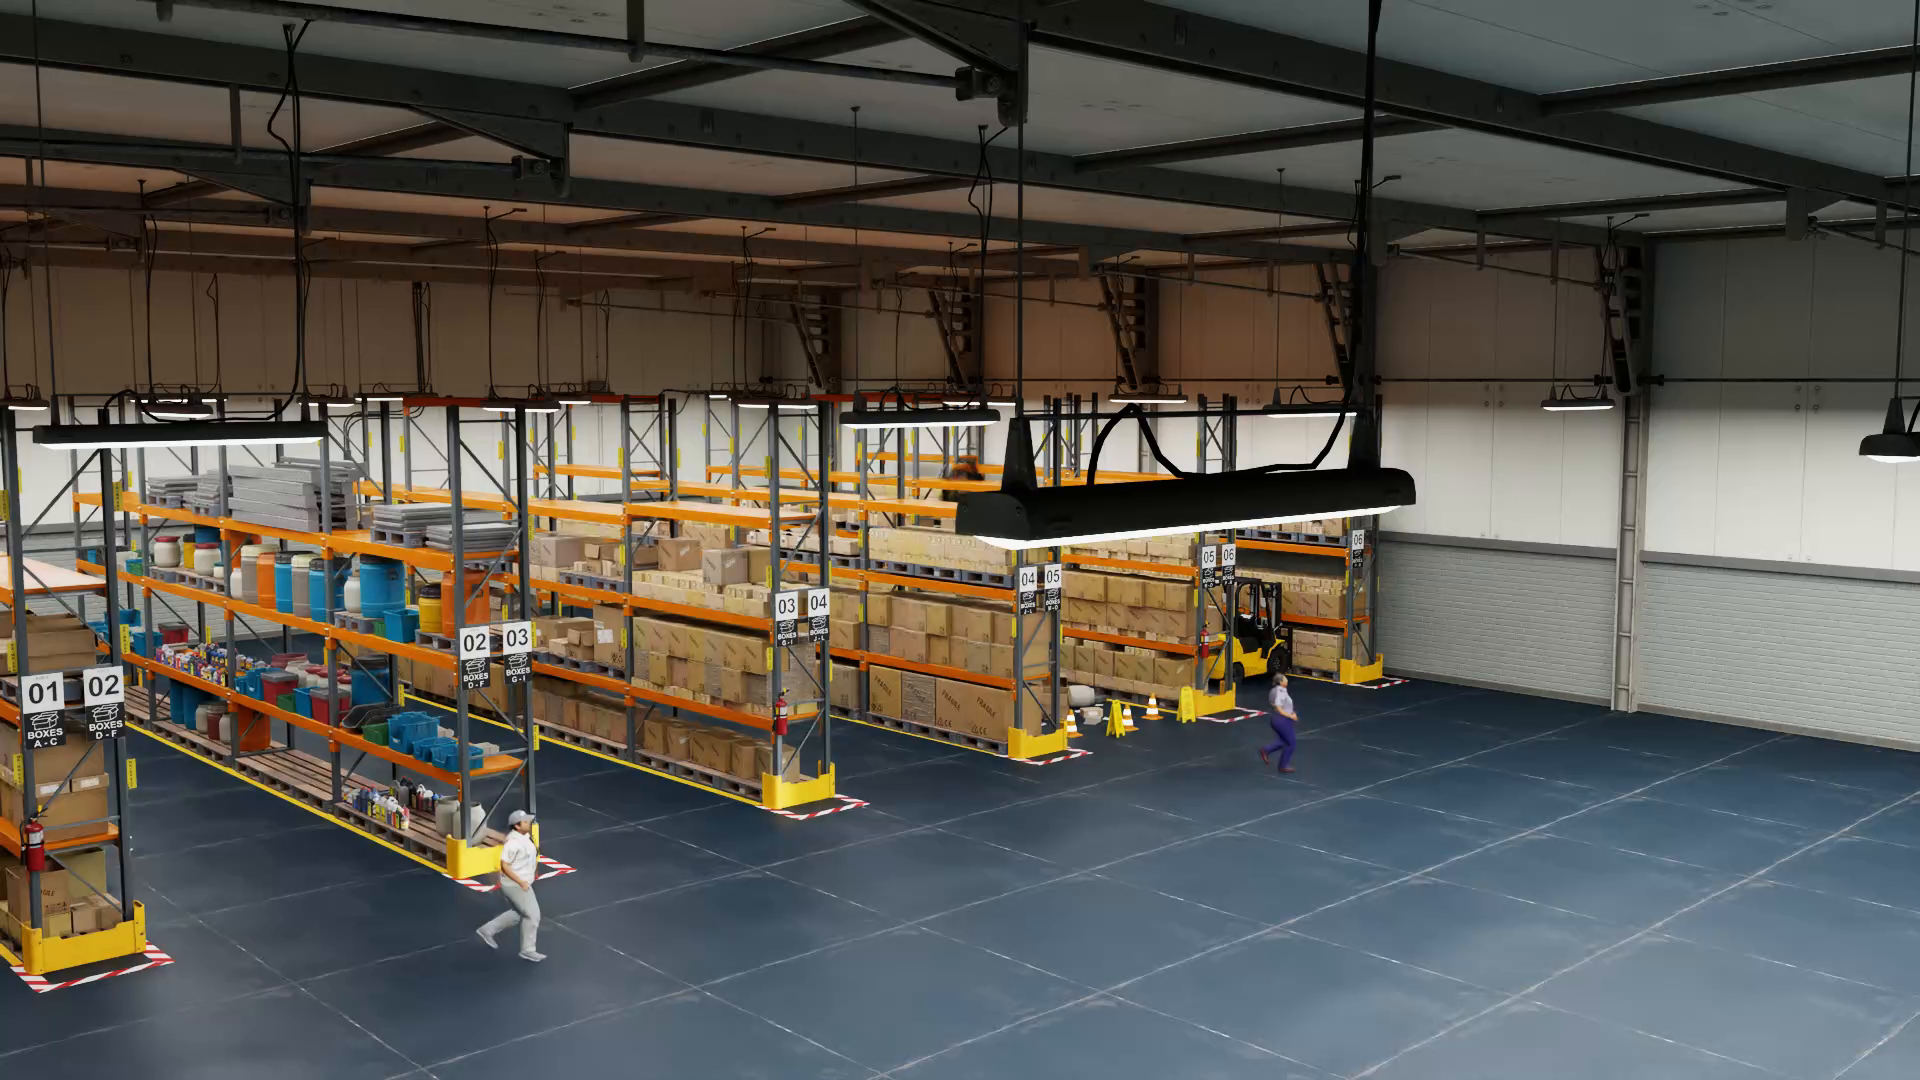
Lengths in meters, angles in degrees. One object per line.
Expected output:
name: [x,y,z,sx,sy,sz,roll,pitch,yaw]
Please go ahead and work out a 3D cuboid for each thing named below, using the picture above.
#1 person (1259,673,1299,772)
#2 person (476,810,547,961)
person: [5.147,2.942,26.861,0.580,1.594,0.606,0,6,0]
person: [-4.905,3.770,18.128,0.751,1.685,0.610,-1,6,-10]
